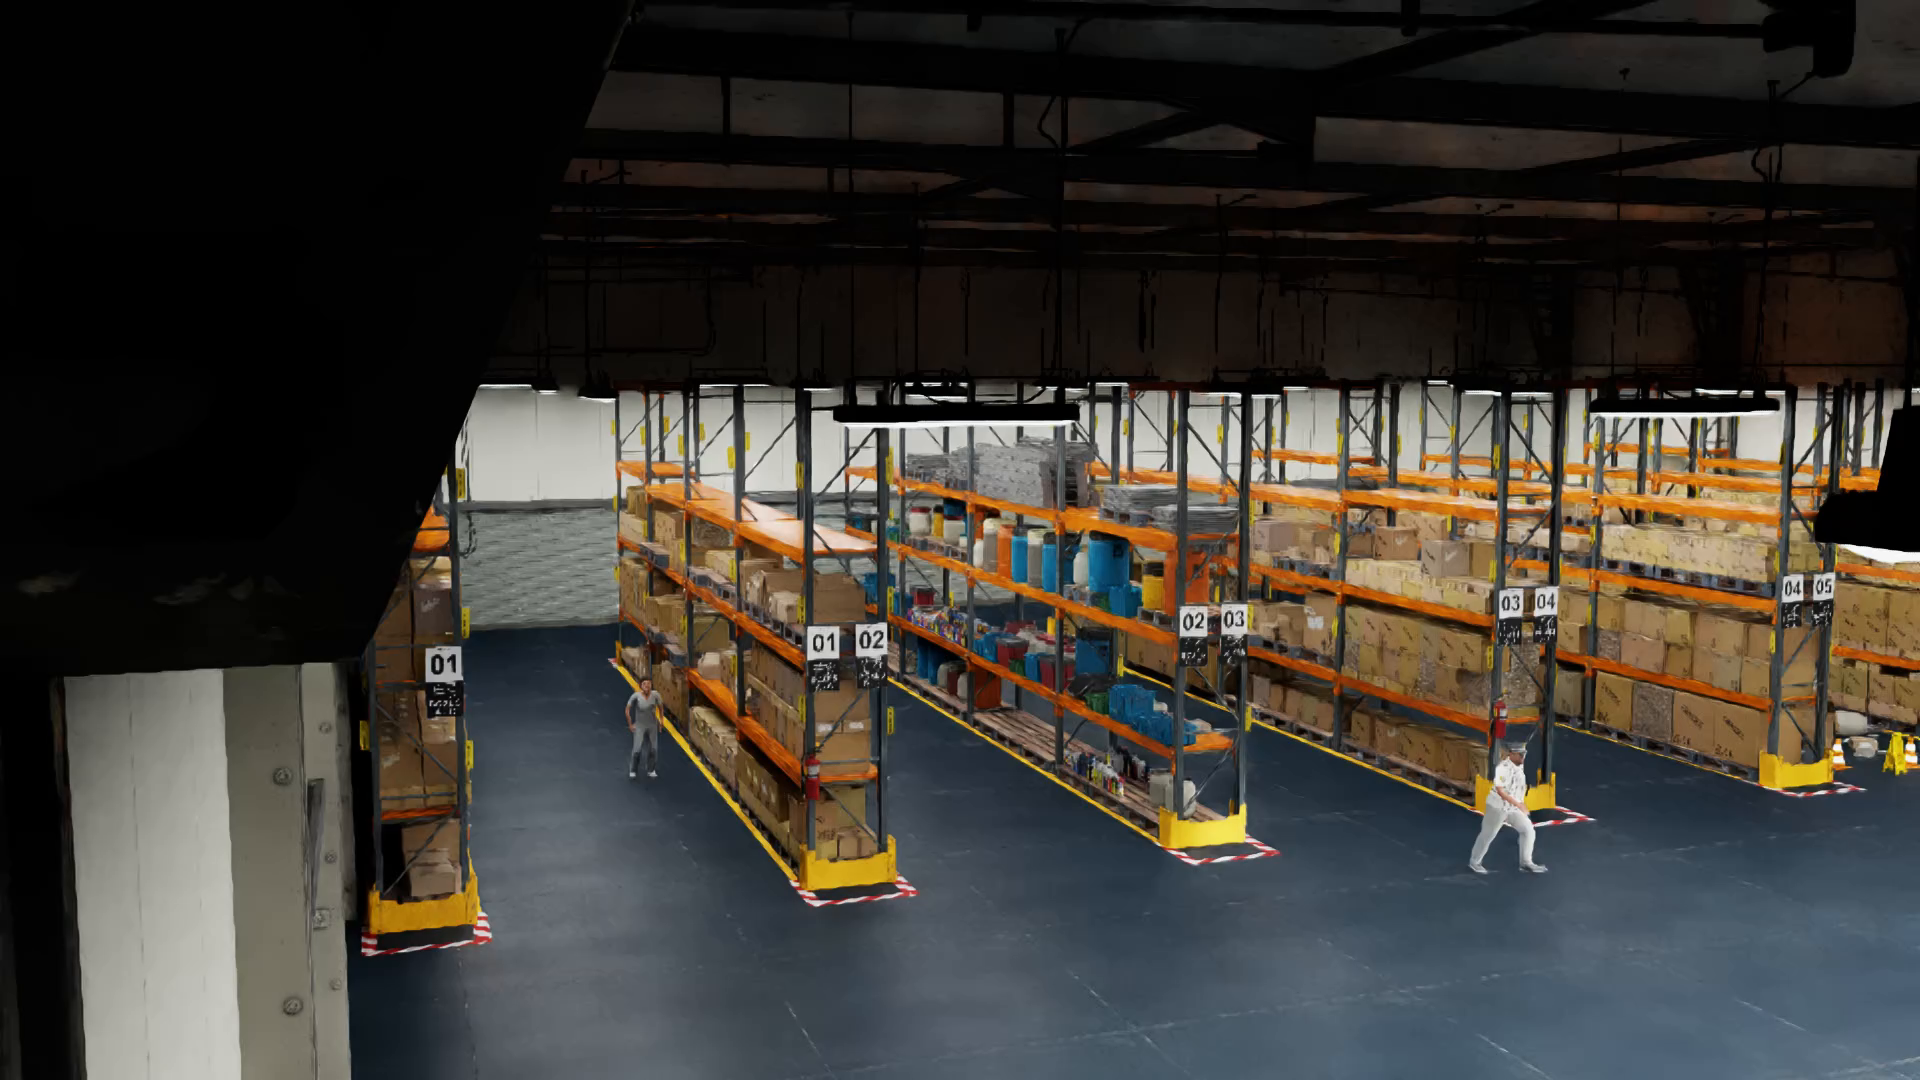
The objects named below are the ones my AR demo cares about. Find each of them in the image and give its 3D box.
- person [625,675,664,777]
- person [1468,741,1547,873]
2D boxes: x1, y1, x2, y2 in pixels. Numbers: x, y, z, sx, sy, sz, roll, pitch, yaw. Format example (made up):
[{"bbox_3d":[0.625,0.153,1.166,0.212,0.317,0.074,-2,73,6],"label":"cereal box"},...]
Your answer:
[{"bbox_3d":[-4.820,2.846,25.443,0.580,1.618,0.507,-2,6,-21],"label":"person"},{"bbox_3d":[6.789,3.300,20.649,0.701,1.696,0.815,-5,8,-39],"label":"person"}]
